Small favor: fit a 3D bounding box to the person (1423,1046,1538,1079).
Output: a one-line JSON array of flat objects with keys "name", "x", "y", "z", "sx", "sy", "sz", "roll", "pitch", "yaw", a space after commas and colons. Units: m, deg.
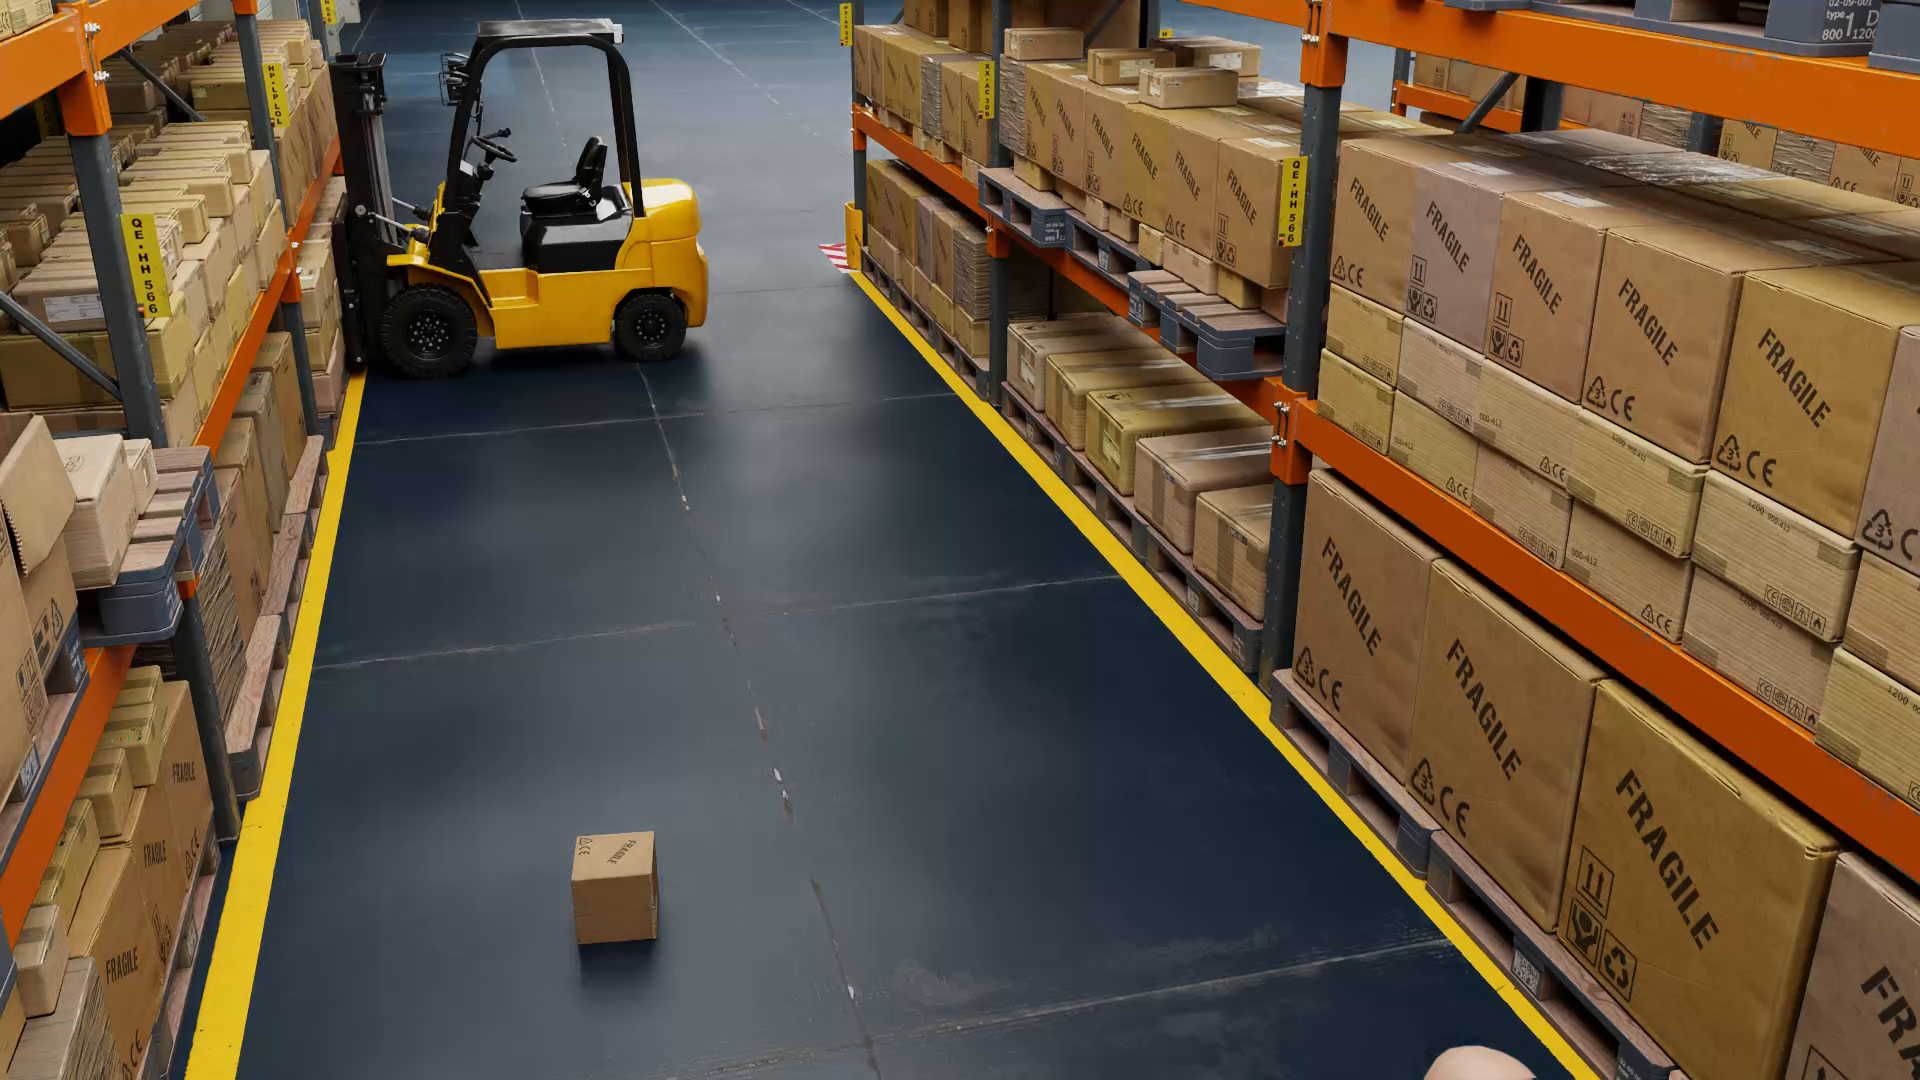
[{"name": "person", "x": 0.719, "y": 1.488, "z": 2.509, "sx": 0.580, "sy": 1.750, "sz": 0.820, "roll": -8, "pitch": 24, "yaw": -19}]
